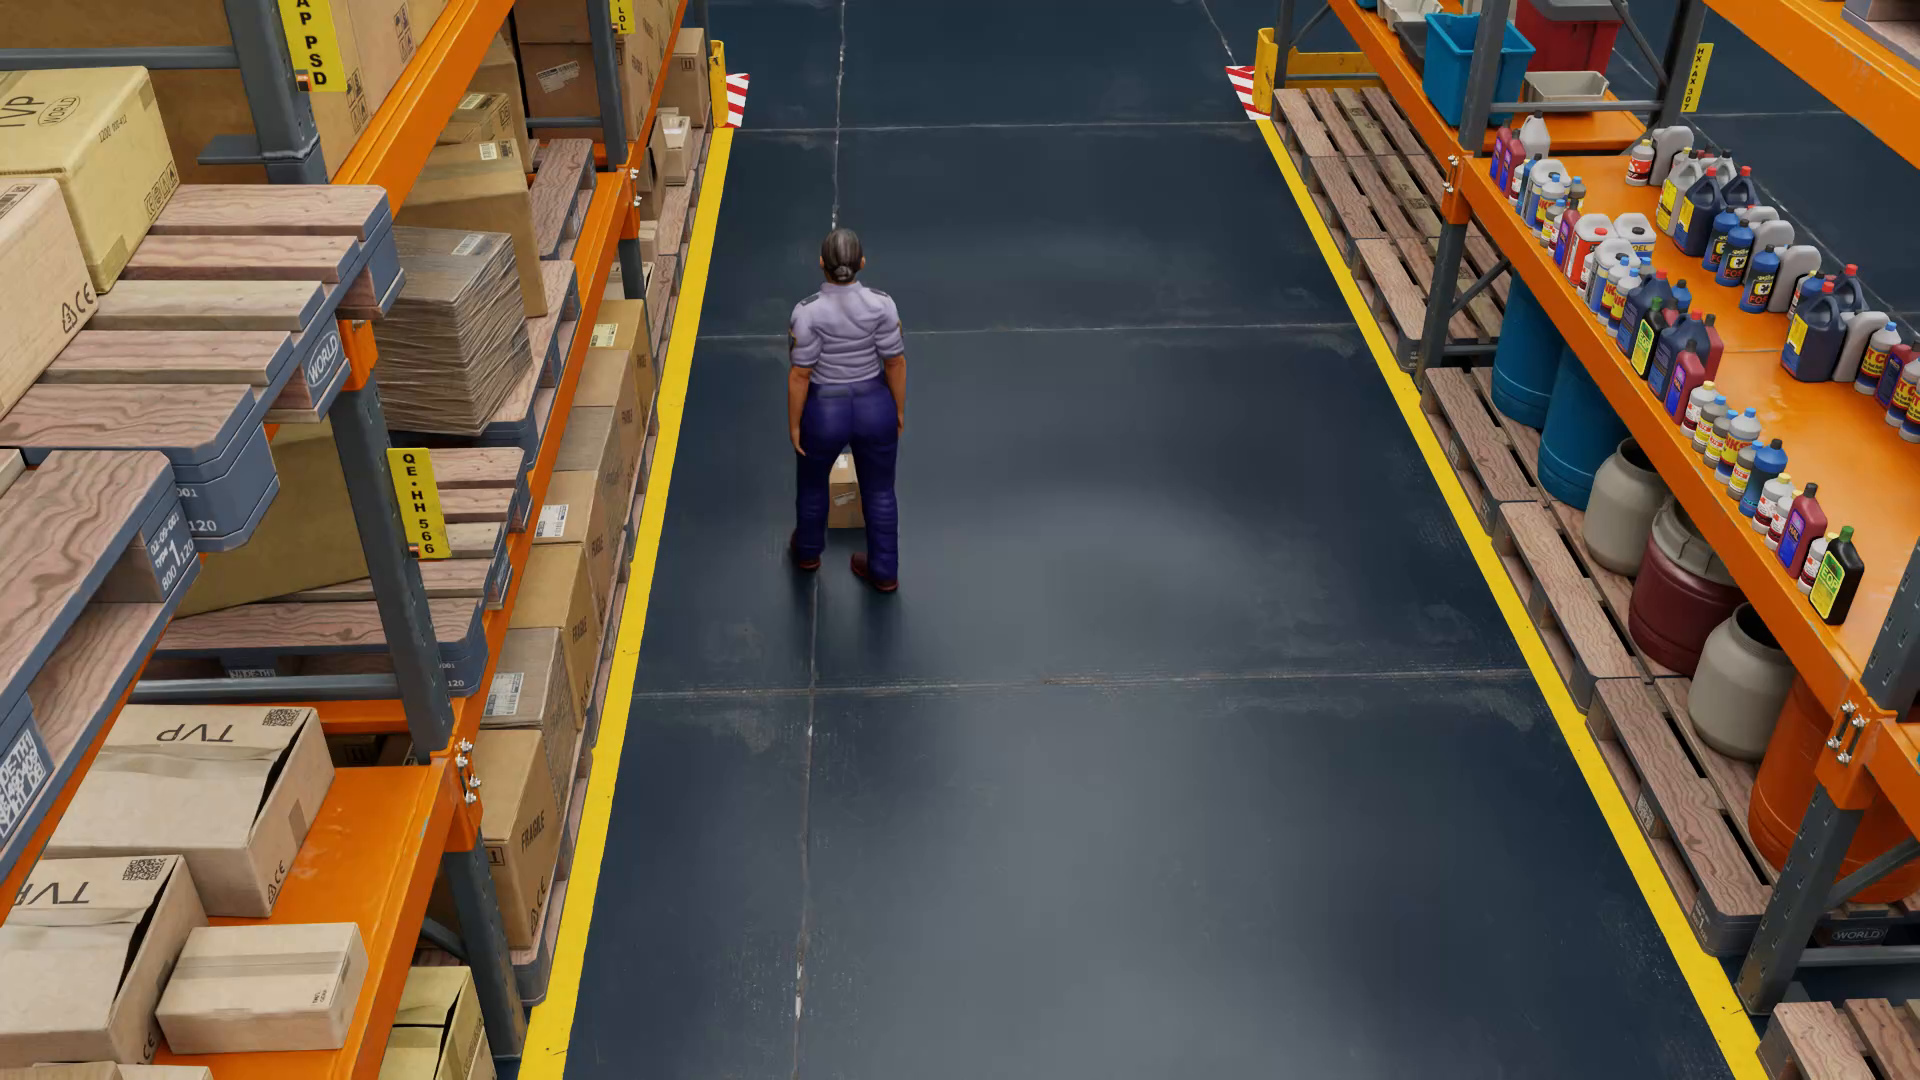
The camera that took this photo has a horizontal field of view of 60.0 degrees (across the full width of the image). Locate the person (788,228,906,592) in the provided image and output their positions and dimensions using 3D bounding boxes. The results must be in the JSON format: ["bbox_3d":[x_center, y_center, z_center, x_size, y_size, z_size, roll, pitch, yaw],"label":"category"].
[{"bbox_3d":[-0.493,-0.562,6.948,0.494,1.629,0.547,-9,37,-13],"label":"person"}]
